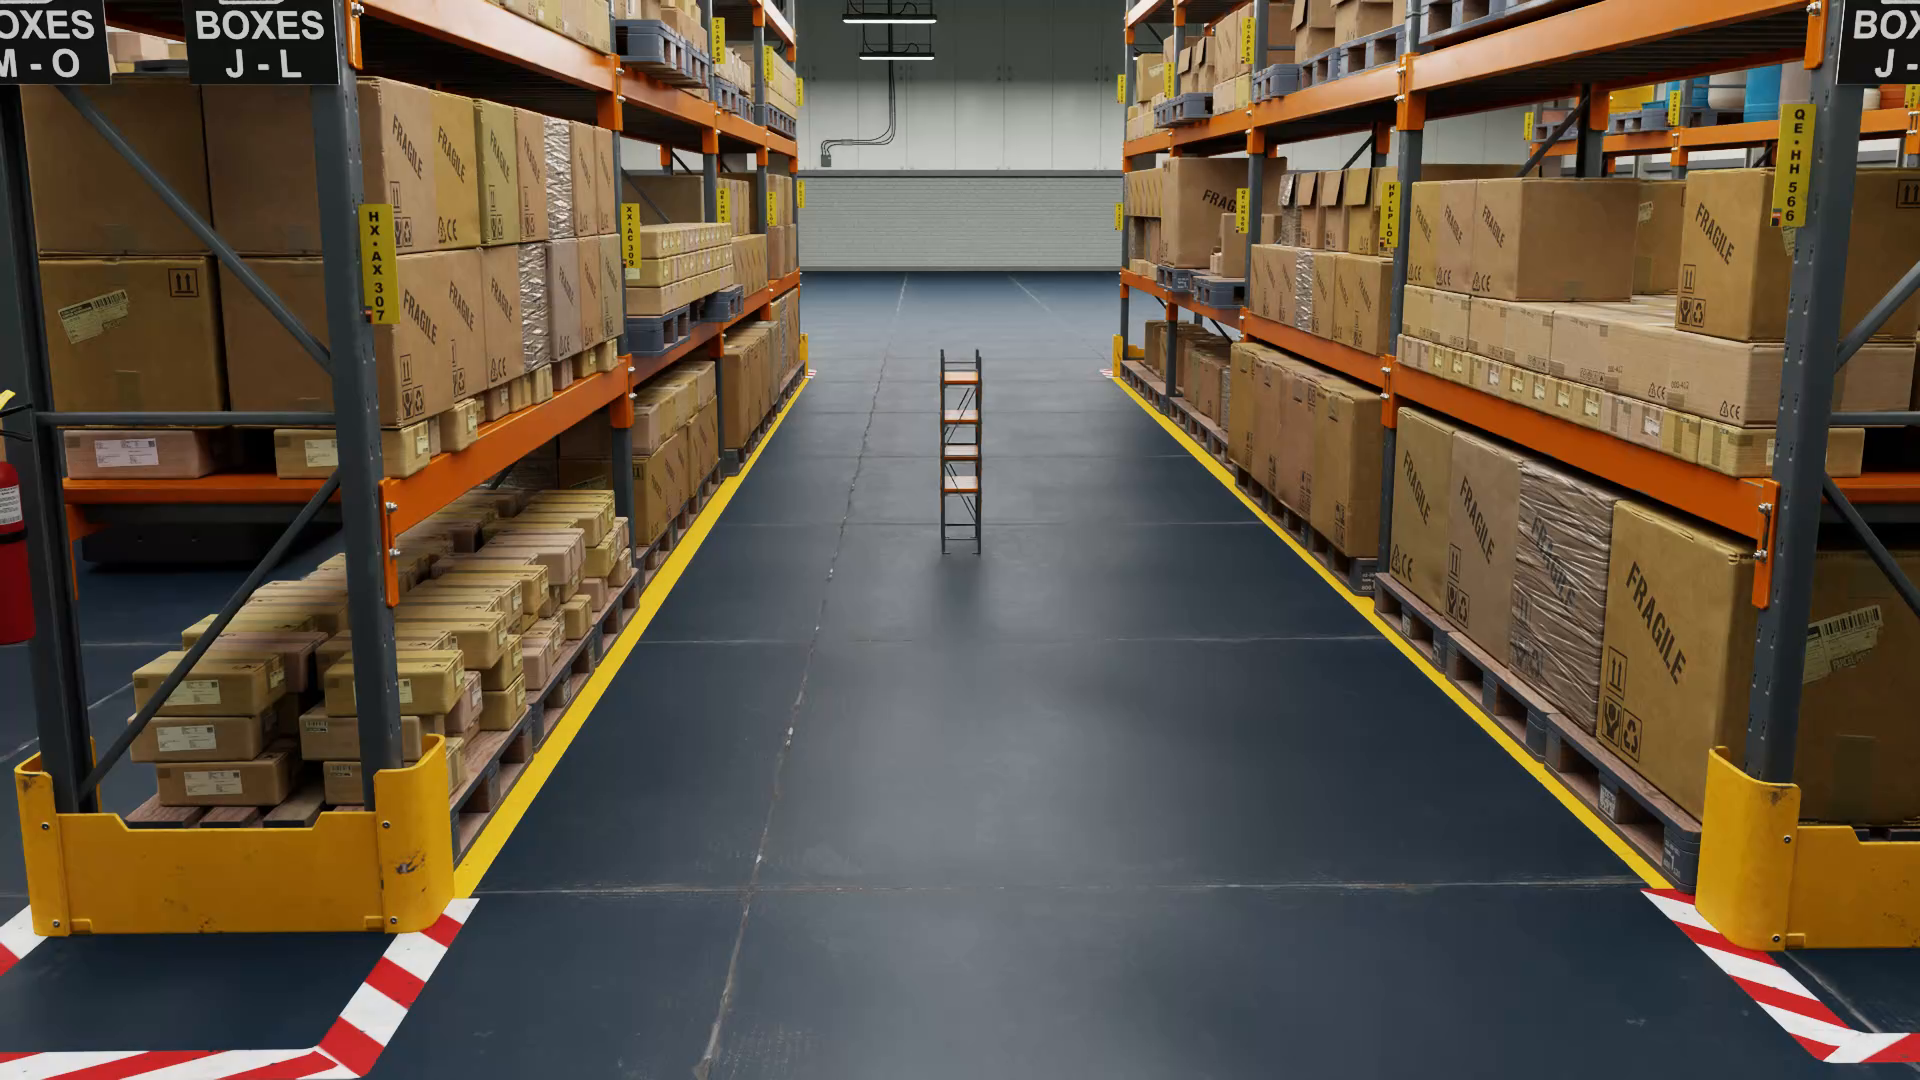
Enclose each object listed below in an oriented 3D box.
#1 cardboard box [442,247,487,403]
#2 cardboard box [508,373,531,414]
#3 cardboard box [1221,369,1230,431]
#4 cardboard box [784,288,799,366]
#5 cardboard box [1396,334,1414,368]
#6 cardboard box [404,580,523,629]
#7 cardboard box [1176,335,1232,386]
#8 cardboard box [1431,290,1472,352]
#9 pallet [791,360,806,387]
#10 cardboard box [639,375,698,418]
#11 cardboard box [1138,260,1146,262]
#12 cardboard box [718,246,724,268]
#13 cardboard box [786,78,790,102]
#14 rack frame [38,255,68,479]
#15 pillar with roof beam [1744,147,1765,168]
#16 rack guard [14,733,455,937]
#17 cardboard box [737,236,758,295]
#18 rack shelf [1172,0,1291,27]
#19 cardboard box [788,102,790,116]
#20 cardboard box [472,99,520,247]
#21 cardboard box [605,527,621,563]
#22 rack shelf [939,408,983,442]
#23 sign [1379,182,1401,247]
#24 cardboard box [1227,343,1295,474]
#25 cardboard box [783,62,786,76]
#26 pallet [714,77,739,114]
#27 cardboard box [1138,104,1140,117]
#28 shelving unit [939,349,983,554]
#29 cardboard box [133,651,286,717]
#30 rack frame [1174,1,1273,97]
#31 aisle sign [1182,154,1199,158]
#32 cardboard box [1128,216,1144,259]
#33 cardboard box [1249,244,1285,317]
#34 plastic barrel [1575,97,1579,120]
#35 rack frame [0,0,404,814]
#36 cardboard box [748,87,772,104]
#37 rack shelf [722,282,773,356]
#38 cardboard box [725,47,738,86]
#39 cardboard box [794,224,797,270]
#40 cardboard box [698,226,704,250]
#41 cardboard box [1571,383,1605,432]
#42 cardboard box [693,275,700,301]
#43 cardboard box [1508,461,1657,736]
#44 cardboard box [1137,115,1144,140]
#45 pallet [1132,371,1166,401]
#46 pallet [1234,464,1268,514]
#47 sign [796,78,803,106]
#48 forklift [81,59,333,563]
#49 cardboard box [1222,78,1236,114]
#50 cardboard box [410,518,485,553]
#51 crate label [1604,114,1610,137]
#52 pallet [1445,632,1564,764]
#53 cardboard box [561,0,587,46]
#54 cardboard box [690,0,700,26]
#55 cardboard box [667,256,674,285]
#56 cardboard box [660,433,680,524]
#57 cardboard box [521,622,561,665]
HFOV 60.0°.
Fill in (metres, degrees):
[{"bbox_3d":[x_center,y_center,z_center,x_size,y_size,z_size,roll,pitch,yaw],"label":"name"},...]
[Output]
[{"bbox_3d":[-1.917,-0.725,5.589,0.500,0.500,0.500,0,11,-1],"label":"cardboard box"},{"bbox_3d":[-1.909,-0.586,6.536,0.380,0.149,0.250,0,11,1],"label":"cardboard box"},{"bbox_3d":[2.591,-1.158,13.904,0.700,0.500,0.500,-1,12,-6],"label":"cardboard box"},{"bbox_3d":[-2.398,-2.544,19.843,0.875,0.875,0.875,0,11,-1],"label":"cardboard box"},{"bbox_3d":[2.405,-0.946,8.309,0.380,0.149,0.250,0,11,-1],"label":"cardboard box"},{"bbox_3d":[-1.905,0.252,6.393,0.380,0.149,0.250,0,11,1],"label":"cardboard box"},{"bbox_3d":[2.578,-1.894,17.580,0.500,0.500,0.500,4,12,17],"label":"cardboard box"},{"bbox_3d":[2.484,-1.008,7.613,0.500,0.250,0.500,0,11,-1],"label":"cardboard box"},{"bbox_3d":[-2.383,-1.989,19.832,1.003,0.211,1.213,0,11,-1],"label":"pallet"},{"bbox_3d":[-2.020,-0.936,10.973,0.500,0.250,0.500,0,11,0],"label":"cardboard box"},{"bbox_3d":[2.251,-3.135,19.099,0.380,0.149,0.250,0,11,-1],"label":"cardboard box"},{"bbox_3d":[-1.832,-1.951,11.458,0.380,0.149,0.250,0,11,0],"label":"cardboard box"},{"bbox_3d":[-2.169,-5.016,18.516,0.500,0.250,0.500,0,11,-1],"label":"cardboard box"},{"bbox_3d":[-7.259,-1.884,12.299,1.000,3.000,0.127,0,11,-1],"label":"rack frame"},{"bbox_3d":[13.544,-9.940,36.924,9.100,9.000,0.548,0,11,-1],"label":"pillar with roof beam"},{"bbox_3d":[-2.148,0.876,4.983,1.175,0.500,0.348,0,11,-1],"label":"rack guard"},{"bbox_3d":[-2.096,-2.465,14.911,0.500,0.500,0.500,0,11,-1],"label":"cardboard box"},{"bbox_3d":[2.607,-4.713,13.974,1.077,0.370,4.000,0,11,-1],"label":"rack shelf"},{"bbox_3d":[-2.111,-4.849,18.695,0.380,0.149,0.250,0,11,-2],"label":"cardboard box"},{"bbox_3d":[-1.896,-1.313,5.970,0.500,0.500,0.500,0,11,-2],"label":"cardboard box"},{"bbox_3d":[-1.887,0.032,8.224,0.380,0.149,0.250,-1,11,-4],"label":"cardboard box"},{"bbox_3d":[0.003,-0.708,10.247,0.258,0.148,0.480,0,11,-1],"label":"rack shelf"},{"bbox_3d":[2.189,-1.654,8.453,0.100,0.325,0.005,0,11,-1],"label":"sign"},{"bbox_3d":[2.642,-0.952,11.993,1.225,0.875,0.875,-1,11,-4],"label":"cardboard box"},{"bbox_3d":[-2.100,-5.138,18.115,0.380,0.149,0.250,0,11,-1],"label":"cardboard box"},{"bbox_3d":[-2.379,-3.429,12.849,1.213,0.211,1.003,0,11,1],"label":"pallet"},{"bbox_3d":[2.229,-4.895,18.971,0.380,0.149,0.250,0,11,1],"label":"cardboard box"},{"bbox_3d":[0.003,-0.555,10.278,0.258,1.200,0.503,0,11,-1],"label":"shelving unit"},{"bbox_3d":[-2.411,0.462,5.356,0.380,0.149,0.250,0,11,0],"label":"cardboard box"},{"bbox_3d":[2.566,-5.659,15.822,1.000,3.000,0.127,0,11,-1],"label":"rack frame"},{"bbox_3d":[2.782,-4.802,20.147,0.394,0.787,0.004,0,11,-1],"label":"aisle sign"},{"bbox_3d":[2.467,-3.600,19.759,0.875,0.500,0.500,0,11,-1],"label":"cardboard box"},{"bbox_3d":[2.387,-1.876,12.008,0.500,0.500,0.500,0,11,1],"label":"cardboard box"},{"bbox_3d":[7.572,-5.325,19.582,0.600,0.830,0.708,0,11,-1],"label":"plastic barrel"},{"bbox_3d":[-2.147,-0.334,4.660,1.000,3.000,0.127,0,11,-1],"label":"rack frame"},{"bbox_3d":[-2.063,-4.395,16.456,0.380,0.149,0.250,0,11,-2],"label":"cardboard box"},{"bbox_3d":[-2.354,-1.969,14.529,1.077,0.370,4.000,0,11,-1],"label":"rack shelf"},{"bbox_3d":[-2.128,-3.952,13.865,0.500,0.311,0.500,0,11,-2],"label":"cardboard box"},{"bbox_3d":[-2.425,-3.514,19.959,0.875,0.550,0.550,0,11,-1],"label":"cardboard box"},{"bbox_3d":[-1.815,-1.894,10.429,0.380,0.149,0.250,0,11,1],"label":"cardboard box"},{"bbox_3d":[2.455,-0.483,6.029,0.380,0.149,0.250,0,11,-2],"label":"cardboard box"},{"bbox_3d":[-1.810,-1.551,10.237,0.380,0.149,0.250,0,11,-2],"label":"cardboard box"},{"bbox_3d":[2.702,0.194,6.348,0.875,0.875,0.875,0,11,-1],"label":"cardboard box"},{"bbox_3d":[2.258,-4.613,18.587,0.500,0.250,0.500,0,11,-1],"label":"cardboard box"},{"bbox_3d":[2.489,-1.729,18.552,1.003,0.211,1.213,0,11,-1],"label":"pallet"},{"bbox_3d":[2.590,-0.401,12.003,1.003,0.211,1.213,0,11,-1],"label":"pallet"},{"bbox_3d":[-1.935,-5.379,19.956,0.100,0.325,0.005,0,11,-1],"label":"sign"},{"bbox_3d":[-4.605,-1.543,10.793,1.130,2.935,3.031,0,11,-2],"label":"forklift"},{"bbox_3d":[2.370,-3.513,13.163,0.500,0.250,0.500,0,11,-1],"label":"cardboard box"},{"bbox_3d":[-2.401,-0.003,7.647,0.380,0.149,0.250,-1,11,-3],"label":"cardboard box"},{"bbox_3d":[7.144,-4.559,18.314,0.502,0.251,0.408,0,11,-1],"label":"crate label"},{"bbox_3d":[2.697,0.632,6.913,1.003,0.211,1.213,0,11,-1],"label":"pallet"},{"bbox_3d":[-1.951,-2.330,7.331,0.500,0.250,0.500,0,11,-1],"label":"cardboard box"},{"bbox_3d":[-2.044,-3.739,11.723,0.396,0.266,0.258,0,11,-1],"label":"cardboard box"},{"bbox_3d":[-1.785,-1.489,9.182,0.380,0.149,0.250,0,11,-2],"label":"cardboard box"},{"bbox_3d":[-1.992,-0.363,10.033,0.500,0.500,0.500,0,11,1],"label":"cardboard box"},{"bbox_3d":[-1.883,0.445,6.937,0.380,0.149,0.250,0,11,-1],"label":"cardboard box"}]
